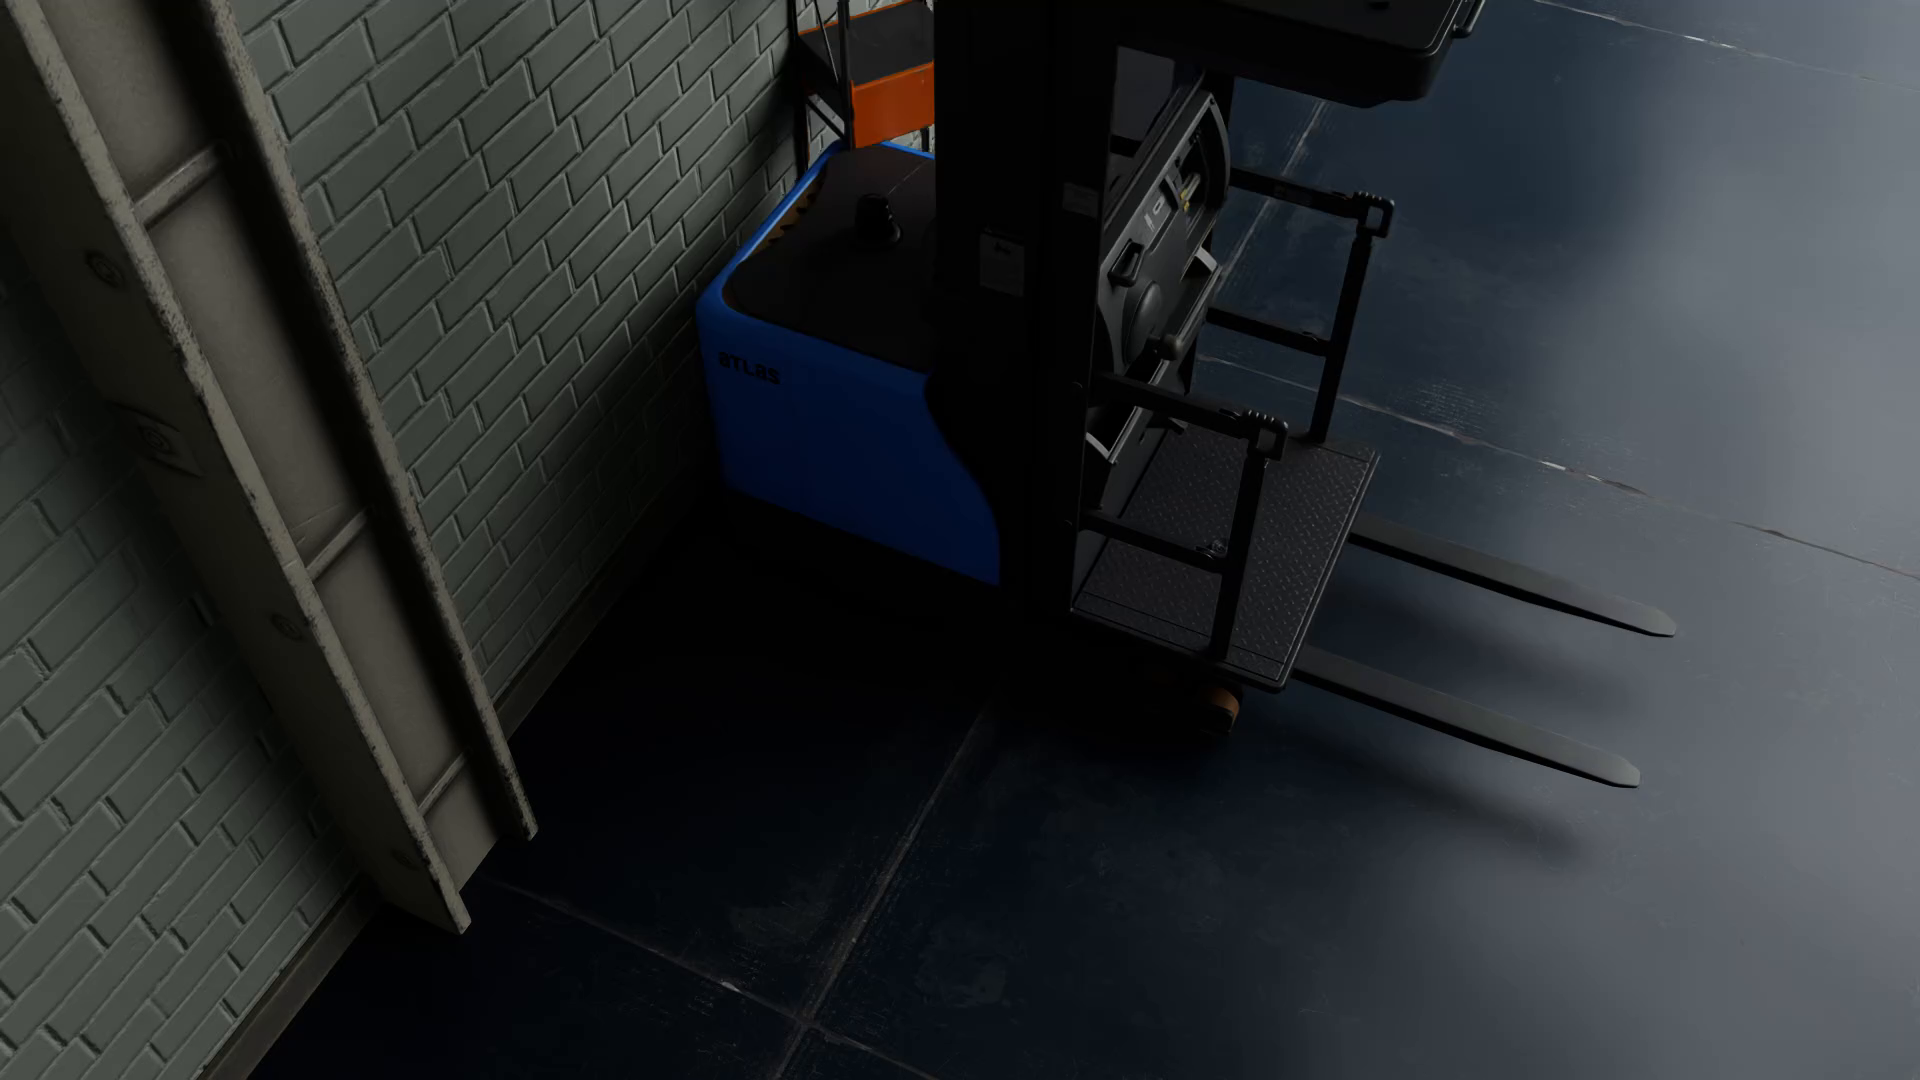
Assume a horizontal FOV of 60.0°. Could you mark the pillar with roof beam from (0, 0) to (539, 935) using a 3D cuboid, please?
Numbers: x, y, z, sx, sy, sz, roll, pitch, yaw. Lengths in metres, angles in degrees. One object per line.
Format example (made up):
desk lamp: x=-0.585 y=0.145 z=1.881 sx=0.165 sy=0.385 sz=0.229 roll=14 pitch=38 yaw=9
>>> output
pillar with roof beam: x=2.402 y=-0.563 z=0.321 sx=9.100 sy=9.000 sz=0.400 roll=20 pitch=52 yaw=16

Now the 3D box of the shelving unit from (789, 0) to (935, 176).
shelving unit: x=-0.242 y=-1.488 z=5.599 sx=0.503 sy=2.100 sz=0.431 roll=-24 pitch=51 yaw=-20

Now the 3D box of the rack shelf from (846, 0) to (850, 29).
rack shelf: x=-0.242 y=-1.956 z=5.097 sx=0.480 sy=0.518 sz=0.431 roll=-24 pitch=51 yaw=-20

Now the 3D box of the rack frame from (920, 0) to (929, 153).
rack frame: x=-0.033 y=-1.579 z=5.685 sx=0.015 sy=2.100 sz=0.400 roll=-24 pitch=51 yaw=-20

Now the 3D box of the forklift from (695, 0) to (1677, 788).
forklift: x=0.747 y=-0.805 z=4.511 sx=3.031 sy=2.935 sz=1.130 roll=20 pitch=52 yaw=16

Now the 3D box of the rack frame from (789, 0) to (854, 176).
rack frame: x=-0.452 y=-1.396 z=5.514 sx=0.015 sy=2.100 sz=0.400 roll=-24 pitch=51 yaw=-20

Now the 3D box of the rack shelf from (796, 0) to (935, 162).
rack shelf: x=-0.242 y=-1.479 z=5.609 sx=0.480 sy=0.518 sz=0.431 roll=-24 pitch=51 yaw=-20
